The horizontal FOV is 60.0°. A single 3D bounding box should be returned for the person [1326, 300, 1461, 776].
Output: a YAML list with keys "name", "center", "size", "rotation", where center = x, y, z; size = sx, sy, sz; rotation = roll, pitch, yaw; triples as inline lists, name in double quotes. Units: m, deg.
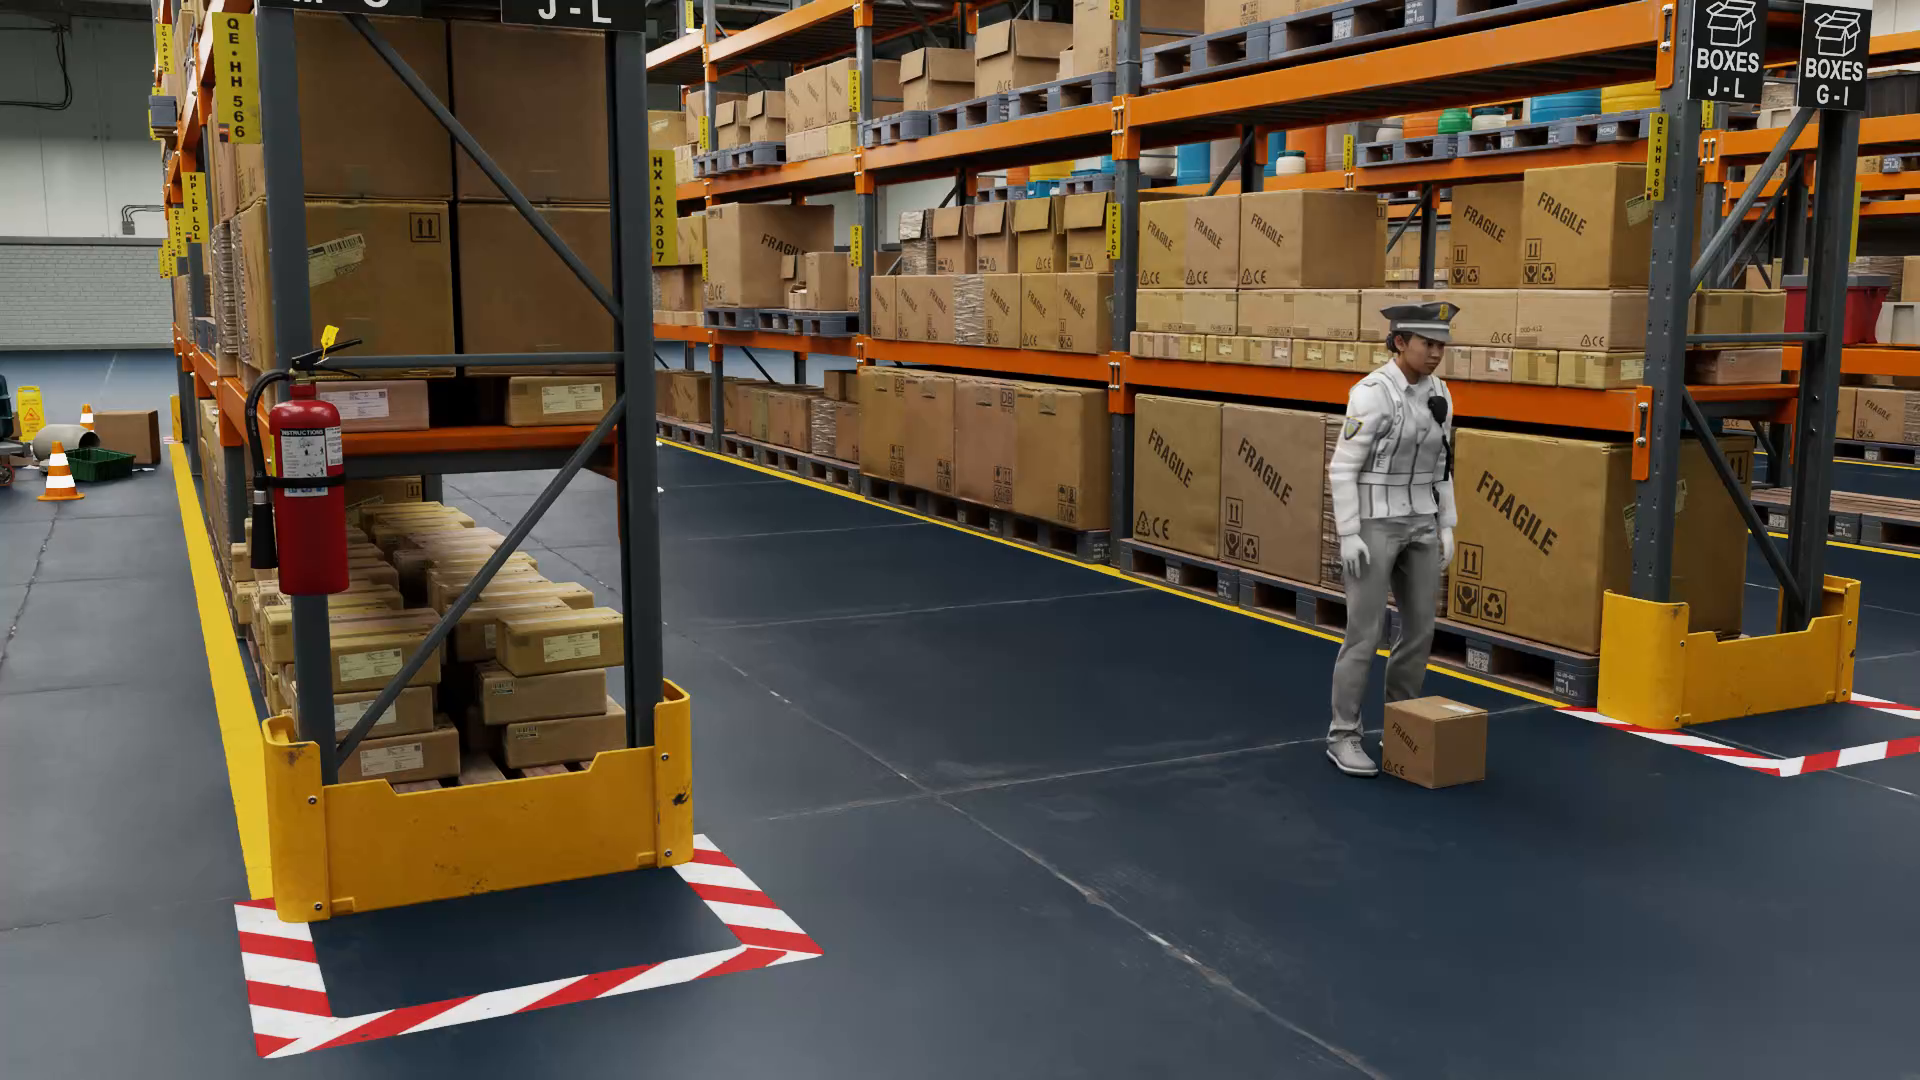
- name: "person"
  center: [1.562, -0.018, 5.959]
  size: [0.535, 1.663, 0.379]
  rotation: [-4, 10, -27]
